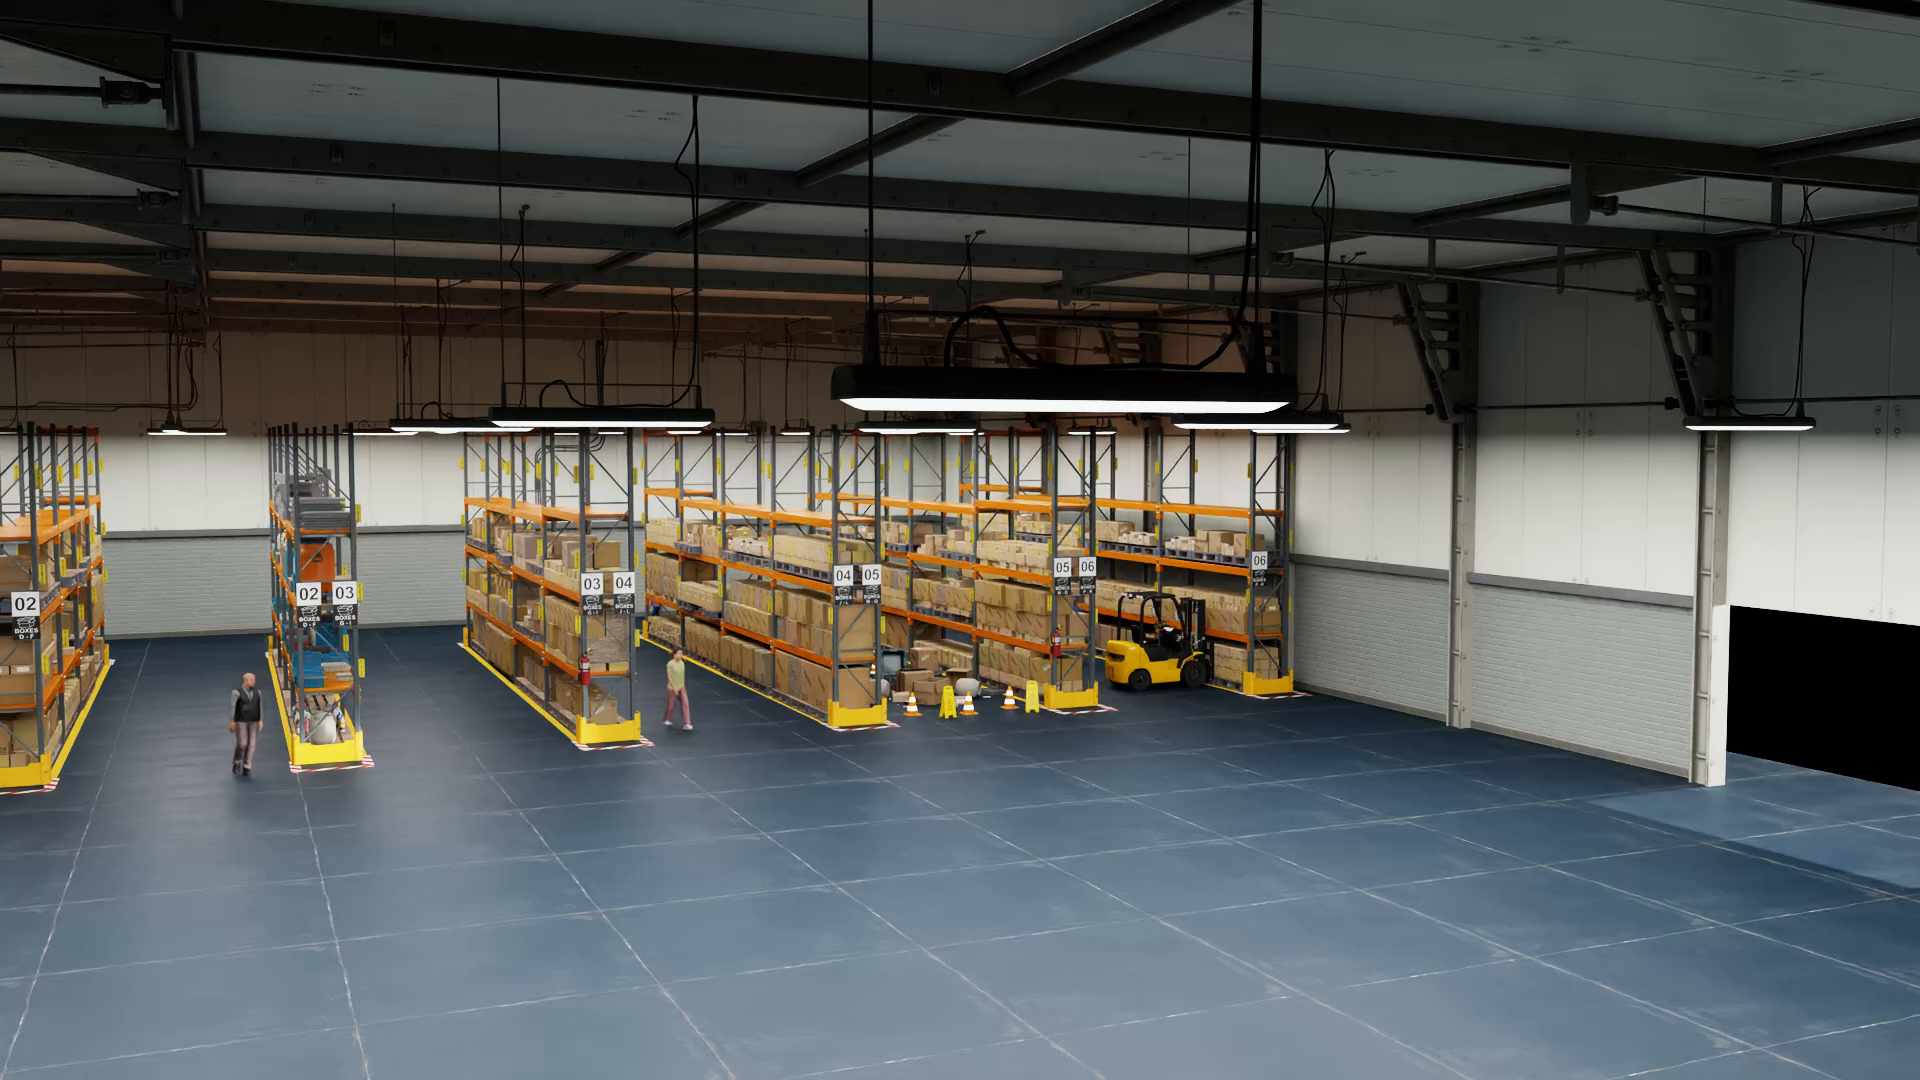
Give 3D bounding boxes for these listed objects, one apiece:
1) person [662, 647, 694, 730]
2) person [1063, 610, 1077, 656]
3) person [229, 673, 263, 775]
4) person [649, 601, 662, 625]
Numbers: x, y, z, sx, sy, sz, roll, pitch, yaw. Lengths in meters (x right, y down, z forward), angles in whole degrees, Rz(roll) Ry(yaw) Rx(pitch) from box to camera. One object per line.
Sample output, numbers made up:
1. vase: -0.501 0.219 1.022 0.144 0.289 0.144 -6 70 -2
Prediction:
1. person: -5.553 2.912 32.760 0.447 1.598 1.040 -3 5 -39
2. person: 2.827 2.268 42.932 0.511 1.644 0.468 3 5 44
3. person: -12.136 3.140 28.343 0.448 1.732 0.577 3 5 43
4. person: -8.919 1.961 49.021 0.858 1.530 0.460 -3 4 -37
